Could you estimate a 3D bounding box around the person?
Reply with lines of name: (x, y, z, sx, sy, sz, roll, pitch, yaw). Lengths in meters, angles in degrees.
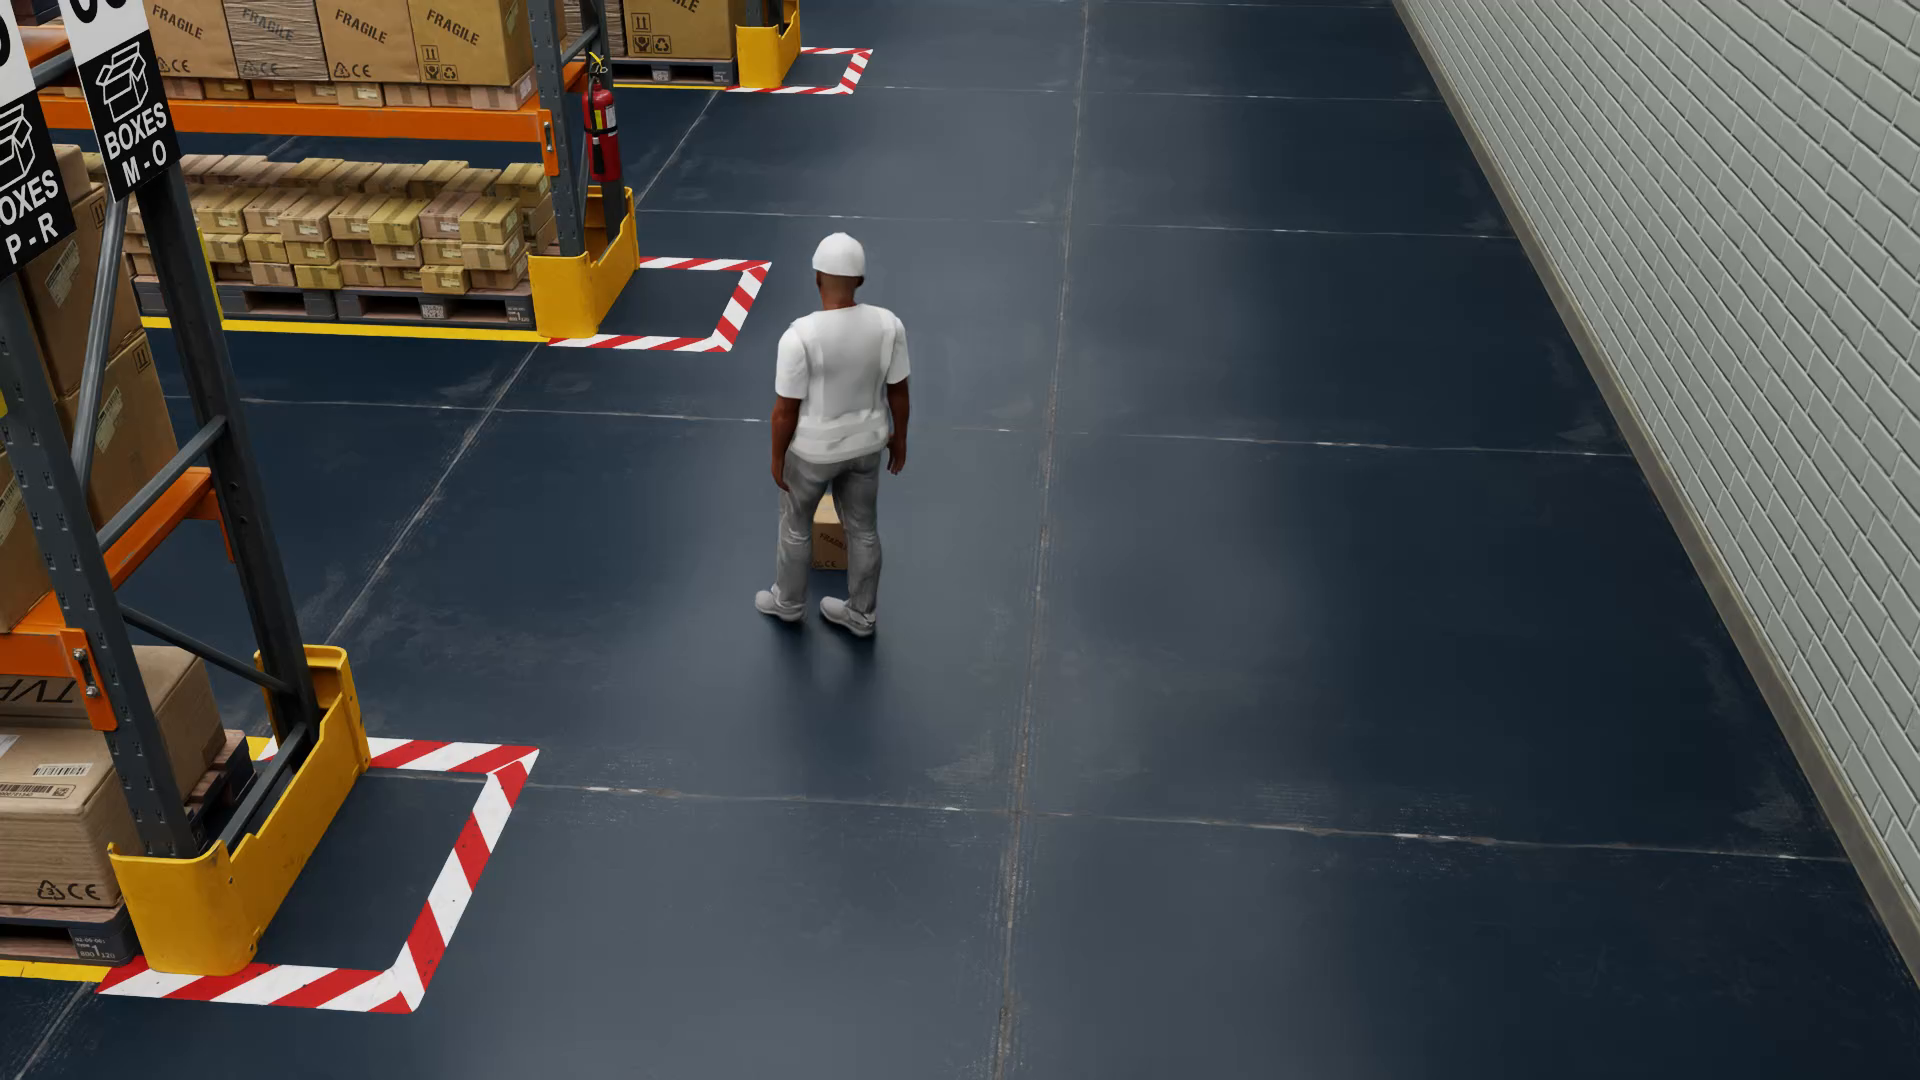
person: (-0.542, -0.434, 6.808, 0.590, 1.774, 0.547, -16, 35, -23)
